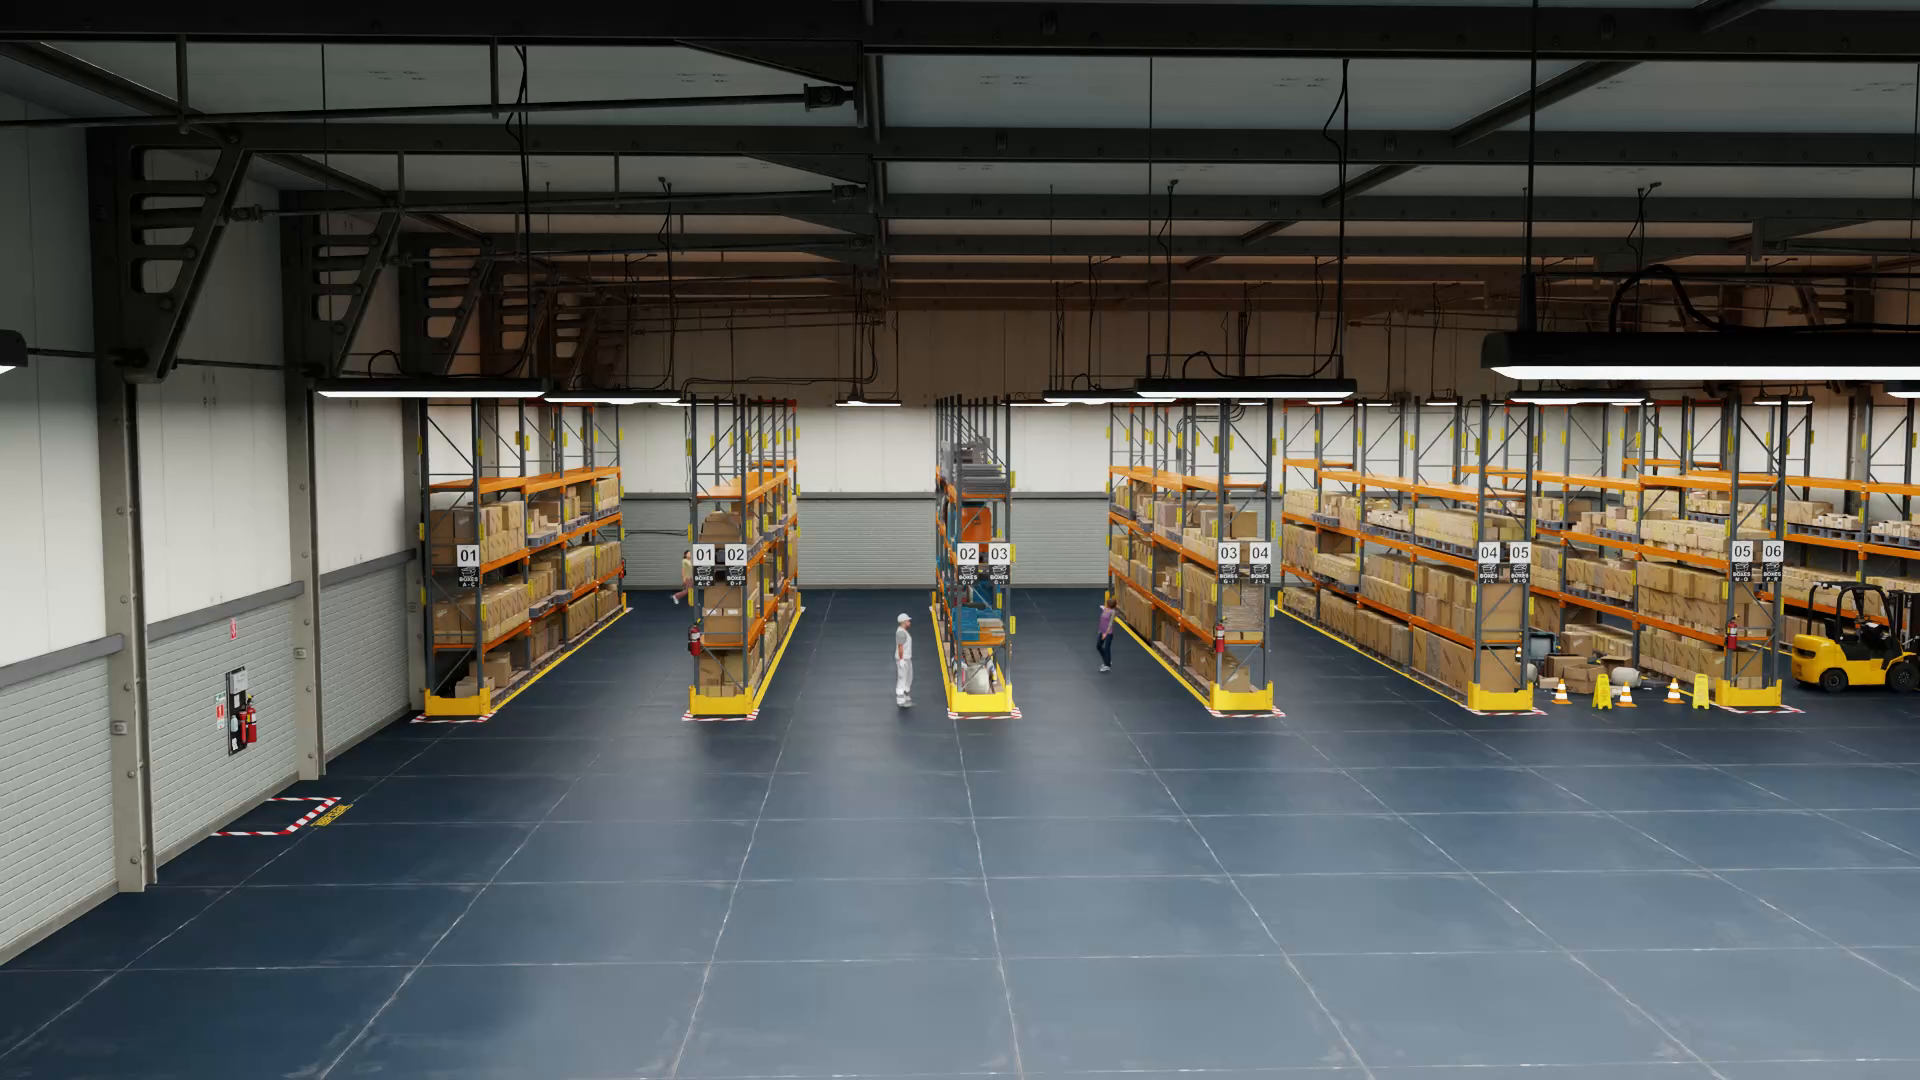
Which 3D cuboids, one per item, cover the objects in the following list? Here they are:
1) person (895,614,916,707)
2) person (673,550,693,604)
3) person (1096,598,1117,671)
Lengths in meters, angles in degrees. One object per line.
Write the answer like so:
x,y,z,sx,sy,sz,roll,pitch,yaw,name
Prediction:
-1.057,2.328,32.000,0.387,1.824,0.612,0,5,5,person
-7.935,1.105,48.191,0.728,1.640,0.503,0,5,6,person
3.174,2.070,36.462,0.420,1.607,0.515,-3,5,-32,person
